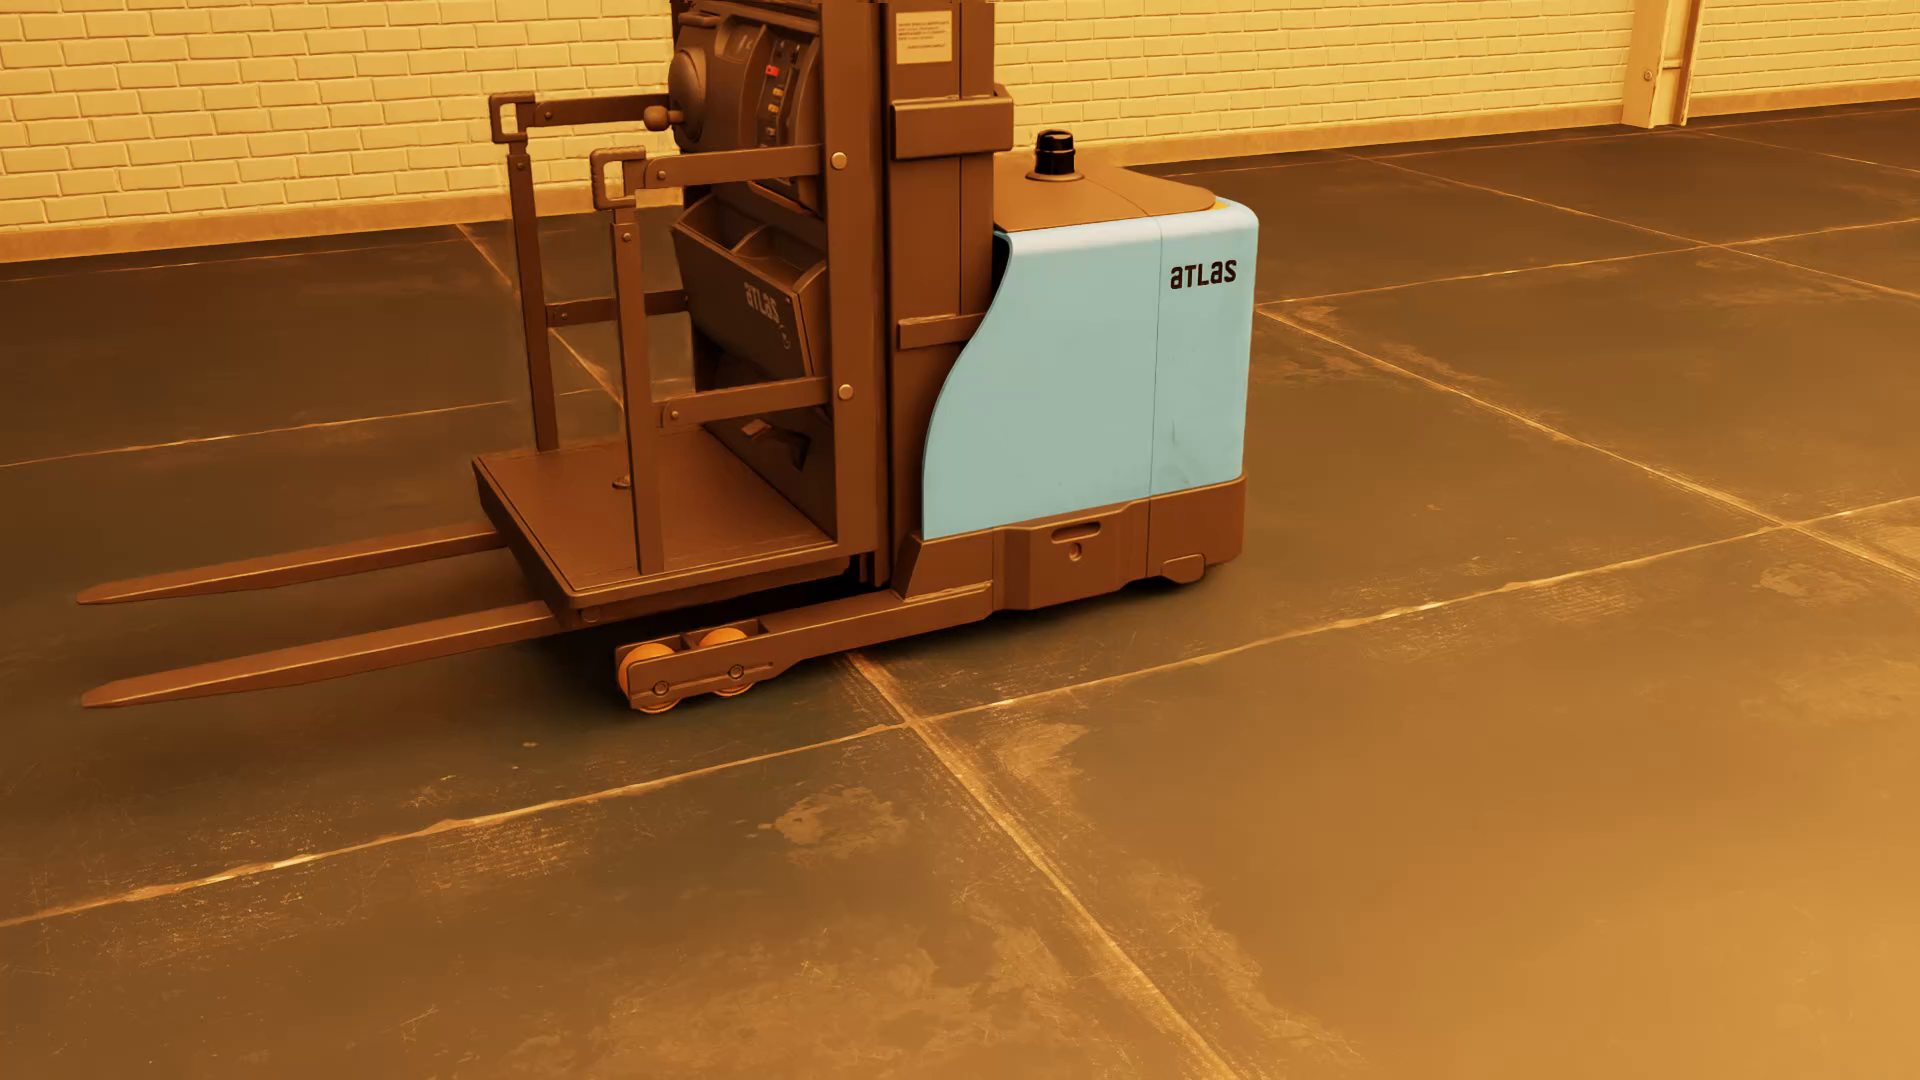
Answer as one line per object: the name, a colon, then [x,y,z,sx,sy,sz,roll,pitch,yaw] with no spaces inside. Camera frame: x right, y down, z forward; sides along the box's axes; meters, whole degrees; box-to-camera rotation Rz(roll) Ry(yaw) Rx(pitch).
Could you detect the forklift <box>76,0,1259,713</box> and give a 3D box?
forklift: [-0.729,-1.160,4.078,3.031,2.935,1.130,-11,25,-25]
